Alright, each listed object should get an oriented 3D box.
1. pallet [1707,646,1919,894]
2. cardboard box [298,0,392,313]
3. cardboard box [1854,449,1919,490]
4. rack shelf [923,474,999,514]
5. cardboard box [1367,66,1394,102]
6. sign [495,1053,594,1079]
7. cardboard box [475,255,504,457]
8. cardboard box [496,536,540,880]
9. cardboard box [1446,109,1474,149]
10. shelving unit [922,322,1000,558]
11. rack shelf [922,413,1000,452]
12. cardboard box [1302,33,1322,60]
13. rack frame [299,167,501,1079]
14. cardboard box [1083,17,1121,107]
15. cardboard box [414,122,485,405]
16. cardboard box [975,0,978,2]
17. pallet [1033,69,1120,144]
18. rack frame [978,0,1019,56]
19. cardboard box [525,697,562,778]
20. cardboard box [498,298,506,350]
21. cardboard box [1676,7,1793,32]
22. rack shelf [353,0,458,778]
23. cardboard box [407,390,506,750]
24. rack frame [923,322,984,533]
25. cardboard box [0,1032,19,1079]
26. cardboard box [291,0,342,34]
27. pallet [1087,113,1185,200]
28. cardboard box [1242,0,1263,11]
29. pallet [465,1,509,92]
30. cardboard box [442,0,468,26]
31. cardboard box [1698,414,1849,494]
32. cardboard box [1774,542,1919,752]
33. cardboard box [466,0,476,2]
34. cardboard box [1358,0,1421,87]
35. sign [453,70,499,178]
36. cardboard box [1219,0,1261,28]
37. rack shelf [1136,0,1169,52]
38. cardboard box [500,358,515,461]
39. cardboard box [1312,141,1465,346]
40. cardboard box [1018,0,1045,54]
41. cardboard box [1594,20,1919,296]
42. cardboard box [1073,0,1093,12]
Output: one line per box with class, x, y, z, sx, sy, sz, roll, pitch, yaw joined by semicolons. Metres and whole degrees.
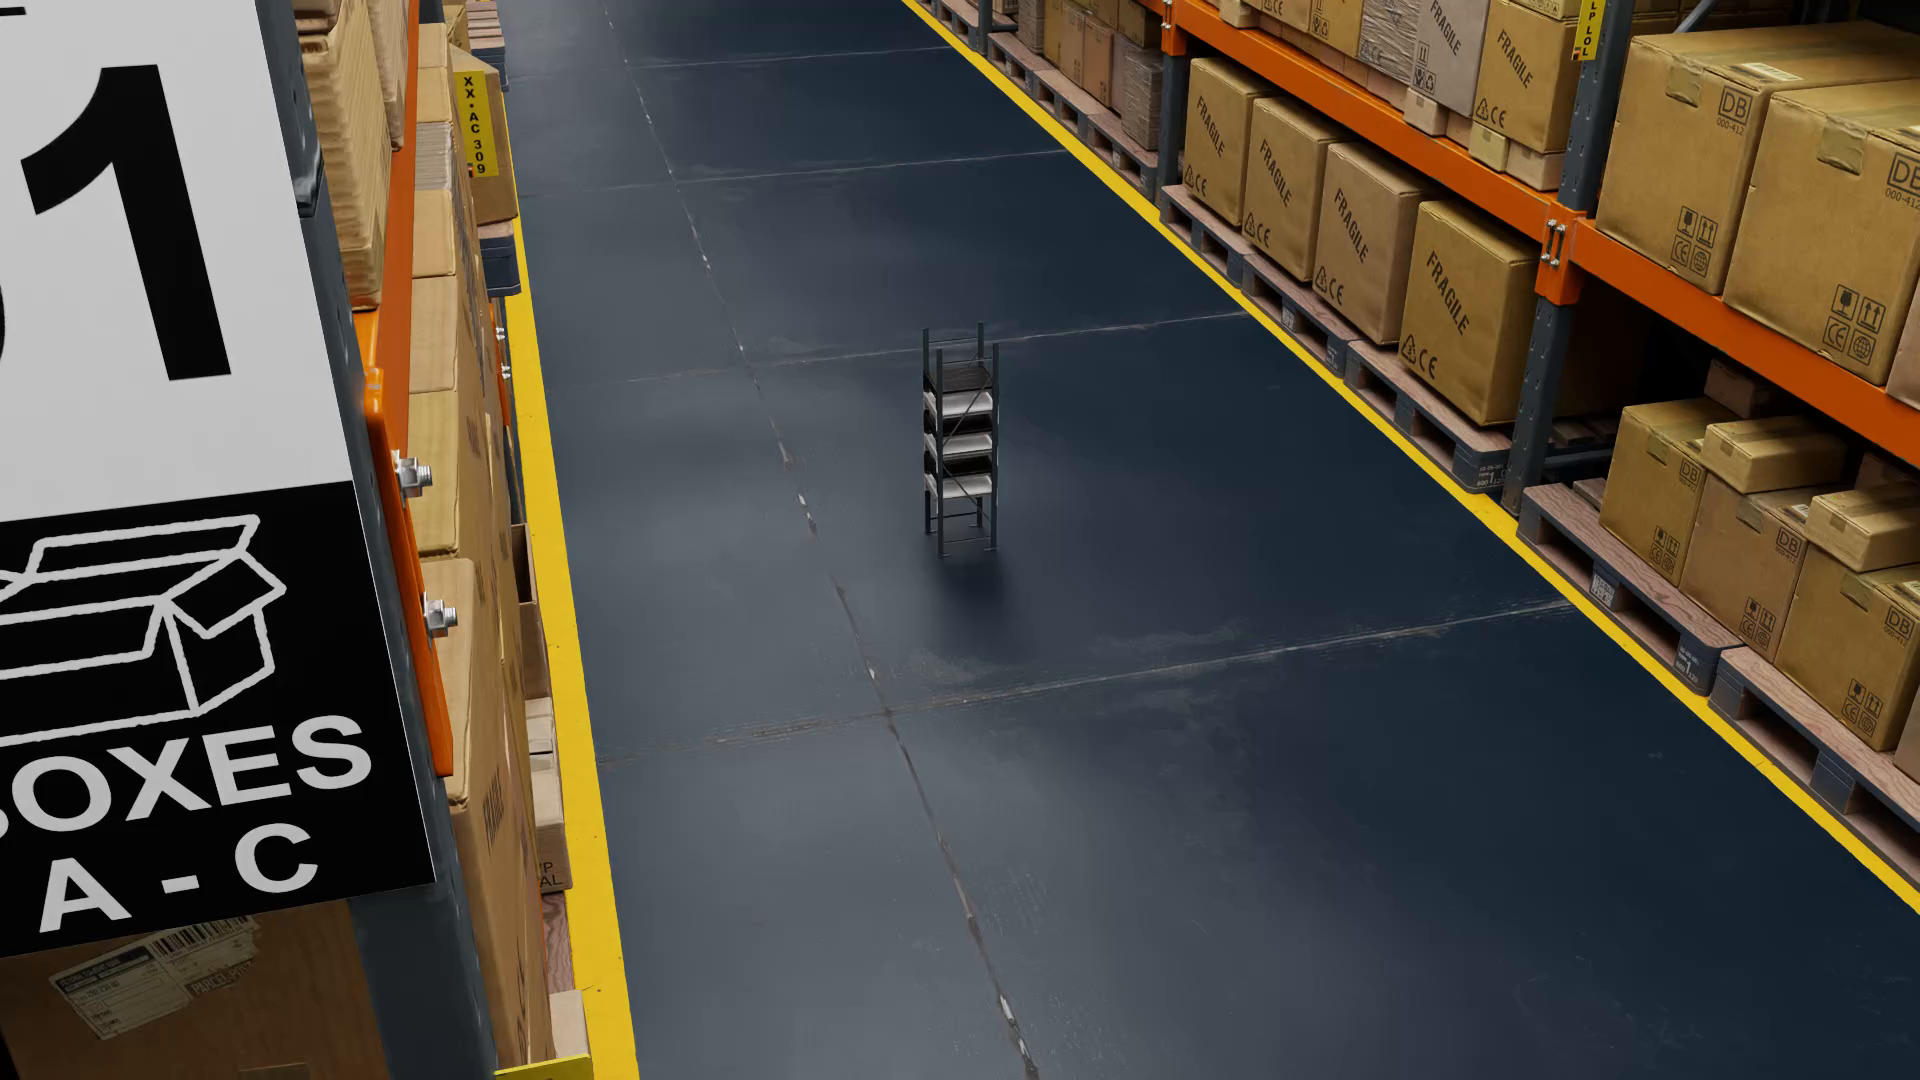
pallet;3.223;0.694;5.340;1.003;0.211;1.213;-8;31;-13
cardboard box;-0.835;-0.404;1.608;0.500;0.250;0.500;-8;31;-13
cardboard box;3.234;-0.202;5.533;0.380;0.149;0.250;-9;31;-15
rack shelf;0.002;-0.201;6.625;0.258;0.077;0.200;-8;31;-13
cardboard box;2.112;-2.126;7.659;0.380;0.149;0.250;-9;31;-15
sign;-0.421;0.665;1.743;0.100;0.325;0.005;-8;31;-13
cardboard box;-1.487;-0.407;4.360;0.500;0.500;0.500;-7;31;-12
cardboard box;-1.080;0.328;3.090;0.500;0.500;0.500;-8;31;-13
cardboard box;2.292;-1.756;7.021;0.380;0.149;0.250;-7;31;-12
shelving unit;0.002;-0.386;6.518;0.258;0.900;0.210;-8;31;-13
rack shelf;0.002;-0.435;6.489;0.258;0.077;0.200;-8;31;-13
cardboard box;1.940;-2.505;8.314;0.380;0.149;0.250;-7;31;-13
rack frame;-0.944;1.112;1.835;1.000;3.000;0.127;-8;31;-13
cardboard box;1.283;-3.363;11.621;0.700;0.500;0.500;-8;31;-14
cardboard box;-1.350;-0.596;3.687;0.500;0.500;0.500;-8;31;-13
cardboard box;0.332;-4.949;14.362;0.500;0.500;0.500;-10;32;-17
pallet;1.182;-3.172;12.019;1.003;0.211;1.213;-8;31;-13
rack frame;0.646;-5.345;12.989;1.000;3.000;0.127;-8;31;-13
cardboard box;-1.423;0.634;5.067;0.380;0.149;0.250;-8;31;-13
cardboard box;-2.456;-1.190;7.868;0.500;0.500;0.500;-9;31;-15
cardboard box;2.890;-1.917;6.651;0.500;0.500;0.500;-9;31;-15
rack shelf;-1.475;-0.841;2.933;1.077;0.370;4.000;-8;31;-13
cardboard box;-0.953;0.135;2.425;0.500;0.500;0.500;-8;31;-13
rack frame;-0.025;-0.435;6.603;0.240;0.900;0.006;-8;31;-13
cardboard box;-1.327;0.457;1.868;0.500;0.500;0.500;-8;31;-14
cardboard box;-0.829;-0.621;1.485;0.500;0.250;0.500;-8;31;-13
pallet;1.502;-2.583;11.003;1.003;0.211;1.213;-8;31;-13
cardboard box;1.720;-3.071;8.644;0.500;0.500;0.500;-7;31;-12
pallet;-2.820;-2.351;8.009;1.213;0.211;1.003;-8;31;-13
cardboard box;-2.791;-2.688;7.881;0.700;0.500;0.500;-19;35;-30
cardboard box;2.784;-0.297;5.697;0.380;0.149;0.250;-7;31;-12
cardboard box;3.133;0.285;5.339;0.700;0.500;0.500;-7;31;-12
cardboard box;-3.745;-3.761;12.019;0.500;0.311;0.500;-8;31;-13
cardboard box;2.134;-2.340;7.381;0.500;0.500;0.500;-8;31;-13
sign;-1.484;-1.271;5.087;0.100;0.325;0.005;-8;31;-13
cardboard box;1.619;-2.860;8.928;0.380;0.149;0.250;-7;31;-12
rack shelf;1.177;-4.067;11.501;1.077;0.370;4.000;-8;31;-13
cardboard box;-2.051;-0.451;6.591;0.500;0.500;0.500;-7;31;-13
cardboard box;2.233;-1.458;8.001;0.750;0.750;0.750;-7;31;-12
cardboard box;0.858;-4.100;12.895;0.700;0.500;0.500;-7;31;-12
cardboard box;2.898;-1.346;5.782;0.980;0.700;0.700;-7;31;-13
cardboard box;1.119;-3.961;11.907;0.500;0.250;0.500;-9;31;-15
